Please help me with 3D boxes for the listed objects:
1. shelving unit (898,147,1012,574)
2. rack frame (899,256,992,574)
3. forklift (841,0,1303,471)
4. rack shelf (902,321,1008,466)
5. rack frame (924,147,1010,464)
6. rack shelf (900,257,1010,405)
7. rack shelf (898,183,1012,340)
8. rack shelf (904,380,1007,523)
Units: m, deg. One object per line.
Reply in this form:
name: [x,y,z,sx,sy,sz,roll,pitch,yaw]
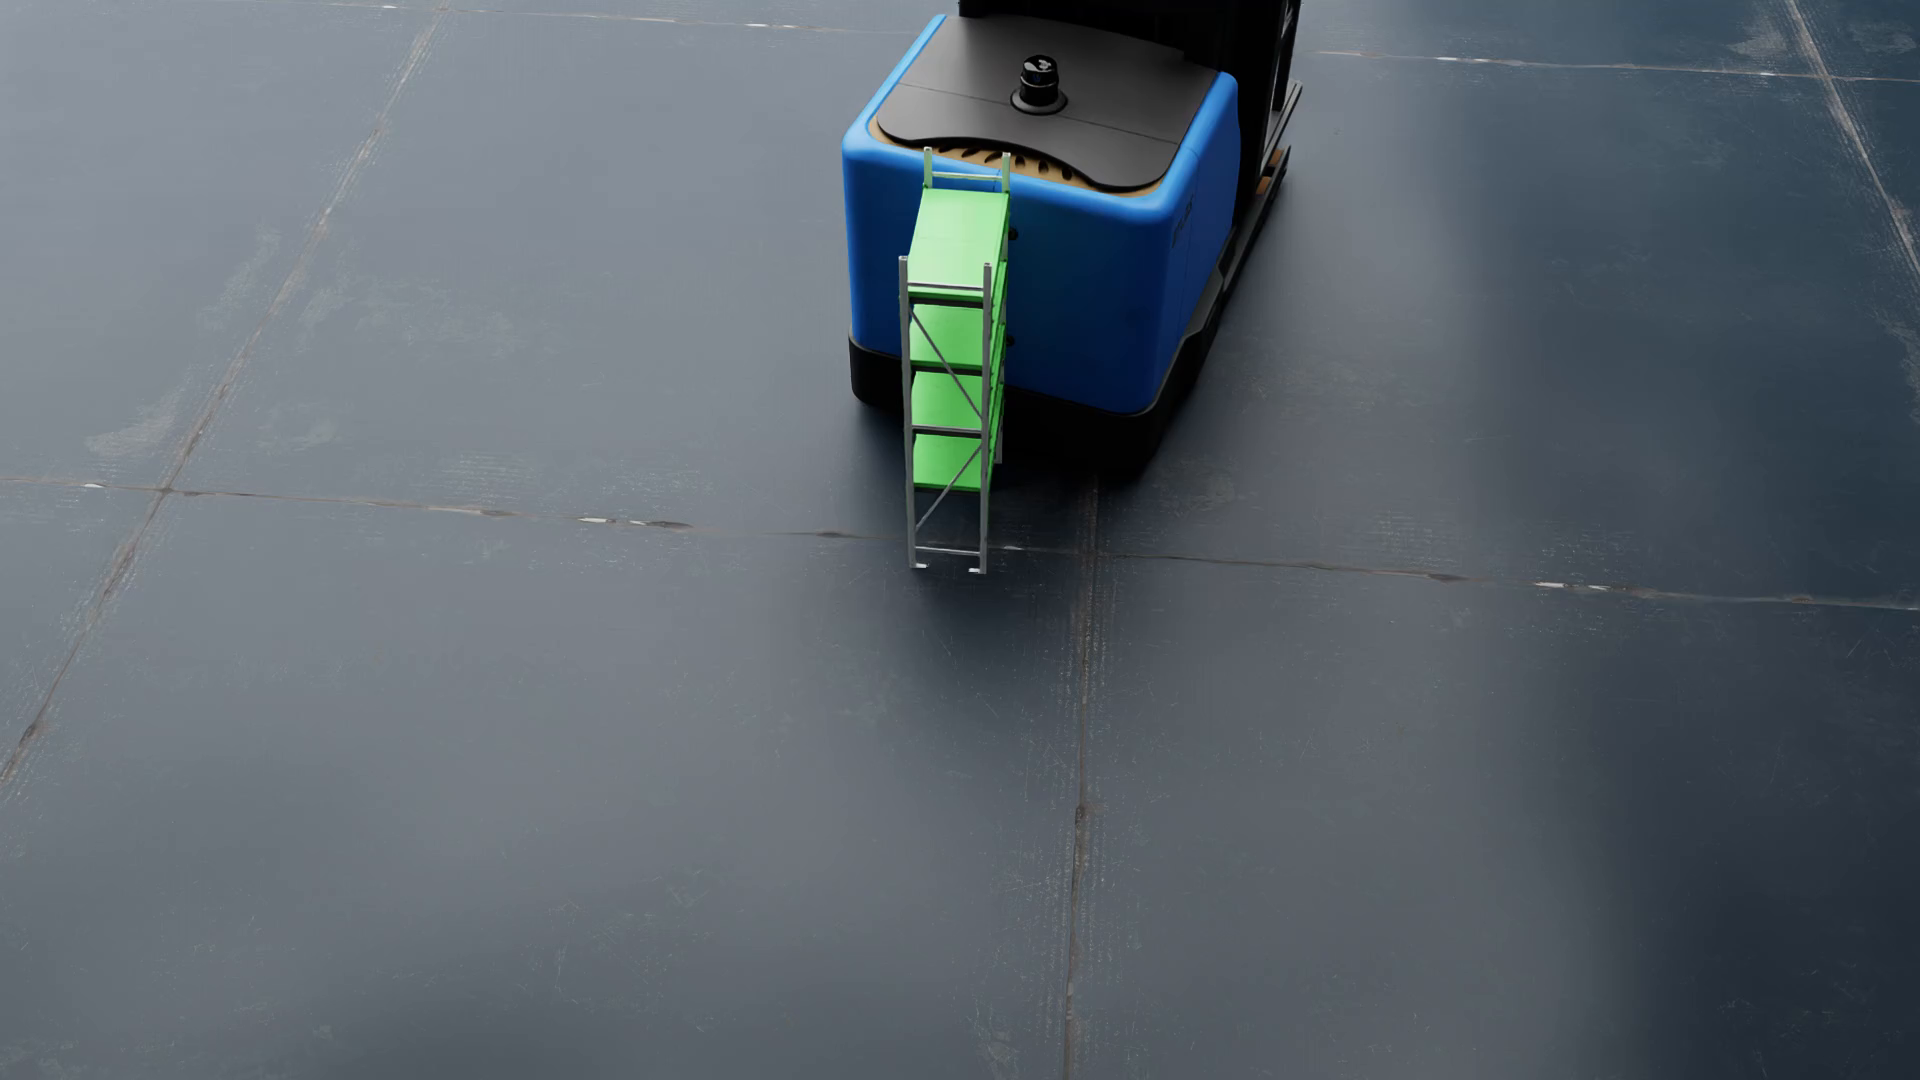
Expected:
shelving unit: [-0.009,-0.493,4.888,0.258,1.200,0.503,5,48,5]
rack frame: [-0.038,-0.314,4.724,0.240,1.200,0.015,5,48,5]
forklift: [0.638,-2.321,5.386,1.130,2.935,3.031,16,50,14]
rack shelf: [-0.009,-0.450,4.935,0.258,0.148,0.480,5,48,5]
rack frame: [0.019,-0.672,5.051,0.240,1.200,0.015,5,48,5]
rack shelf: [-0.009,-0.612,4.758,0.258,0.148,0.480,5,48,5]
rack shelf: [-0.009,-0.774,4.580,0.258,0.148,0.480,5,48,5]
rack shelf: [-0.009,-0.288,5.112,0.258,0.148,0.480,5,48,5]
